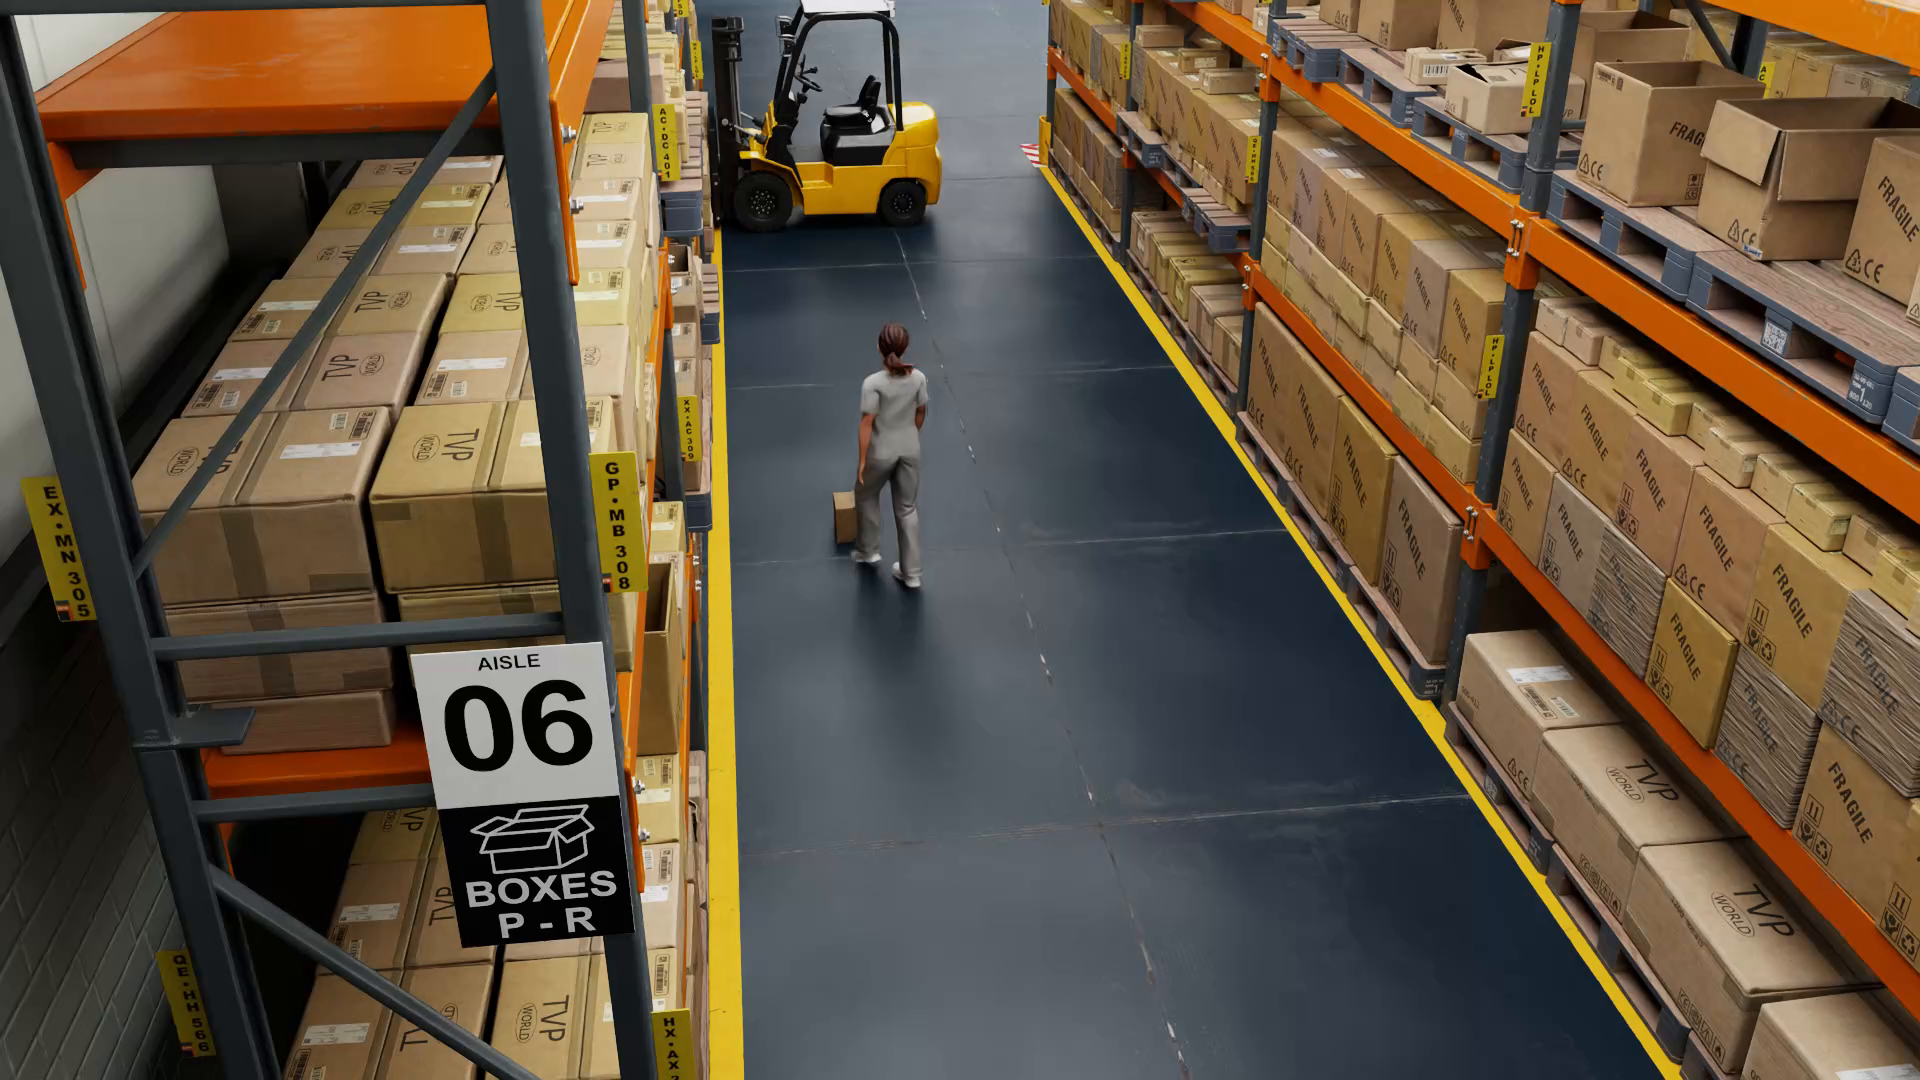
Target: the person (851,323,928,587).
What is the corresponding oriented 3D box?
[{"bbox_3d":[-0.448,-0.536,10.148,0.494,1.703,0.670,-11,29,-20],"label":"person"}]
